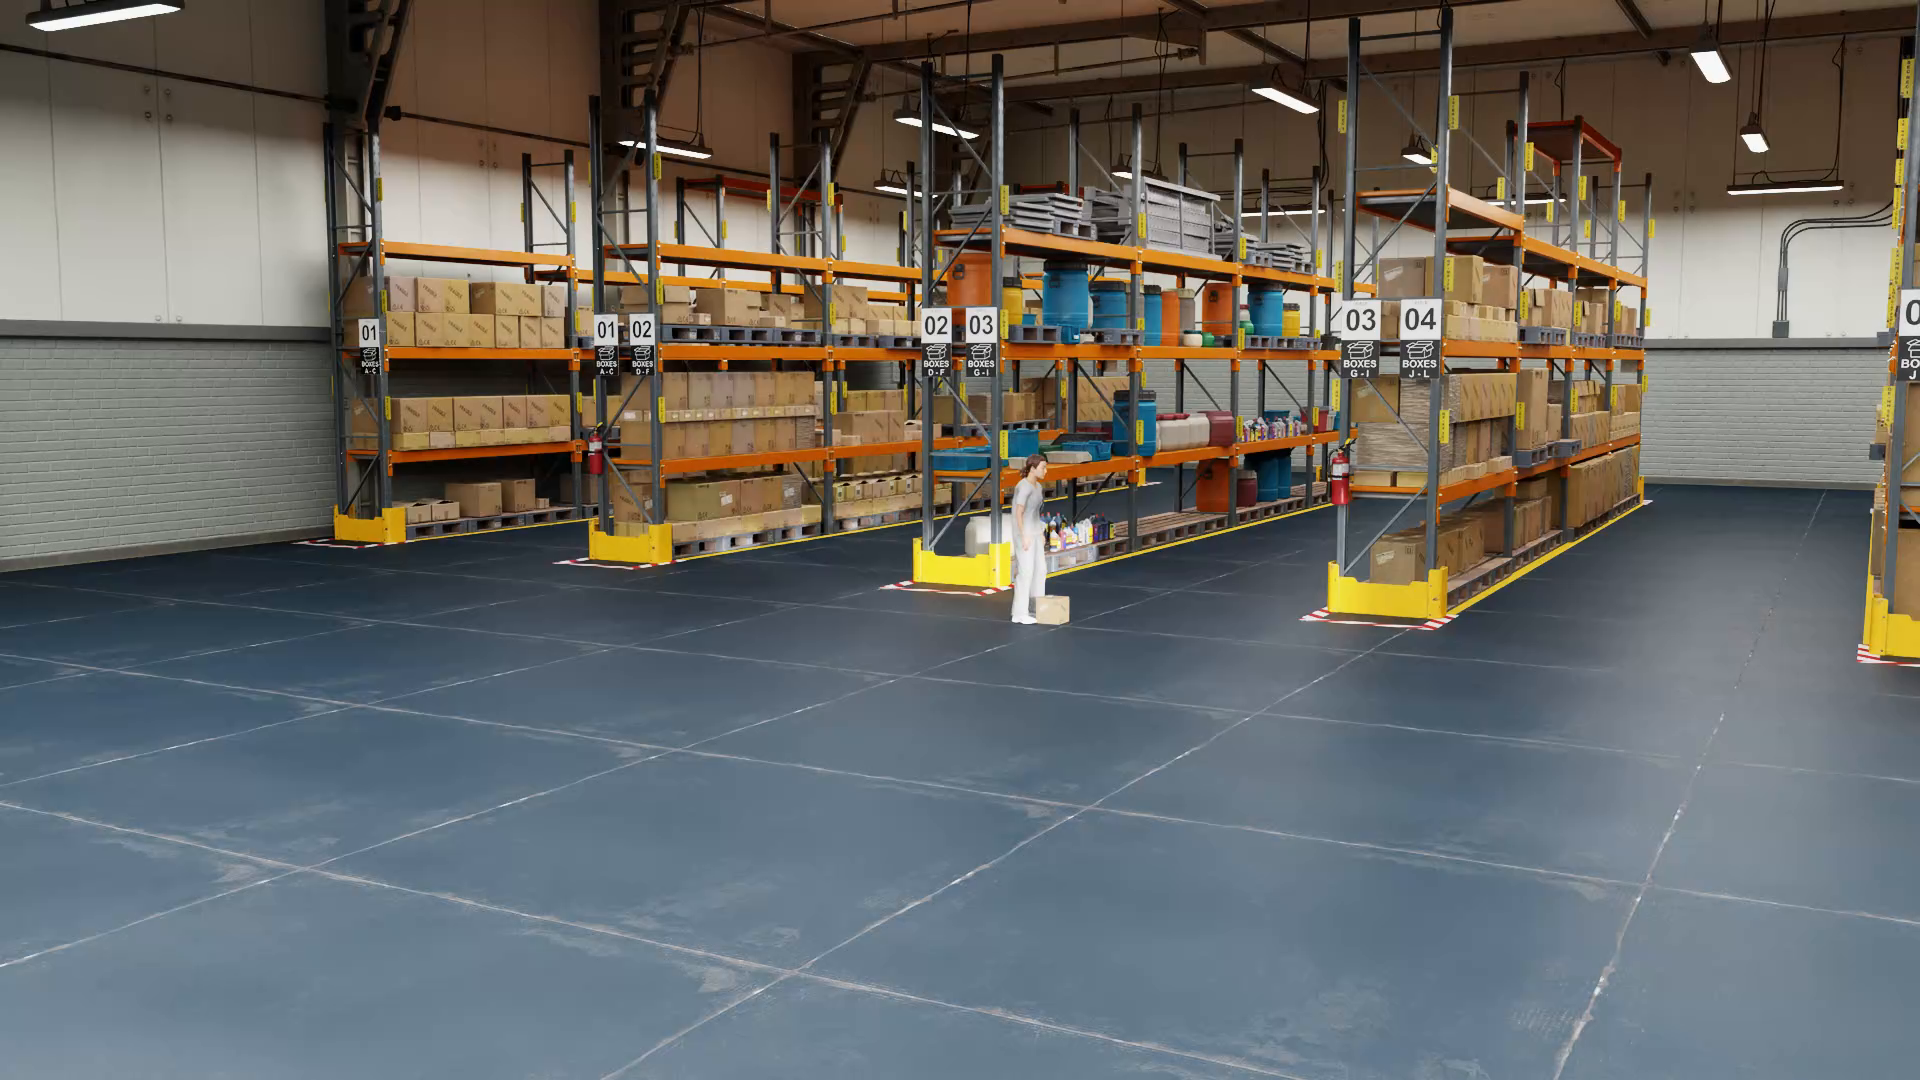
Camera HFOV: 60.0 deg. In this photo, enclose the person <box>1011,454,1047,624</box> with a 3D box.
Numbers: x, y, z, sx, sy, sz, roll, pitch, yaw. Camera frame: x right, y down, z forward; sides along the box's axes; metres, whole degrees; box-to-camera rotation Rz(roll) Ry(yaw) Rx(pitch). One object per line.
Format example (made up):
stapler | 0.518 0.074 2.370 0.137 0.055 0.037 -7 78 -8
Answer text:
person | 0.725 -0.024 16.557 0.407 1.673 0.511 3 7 26
